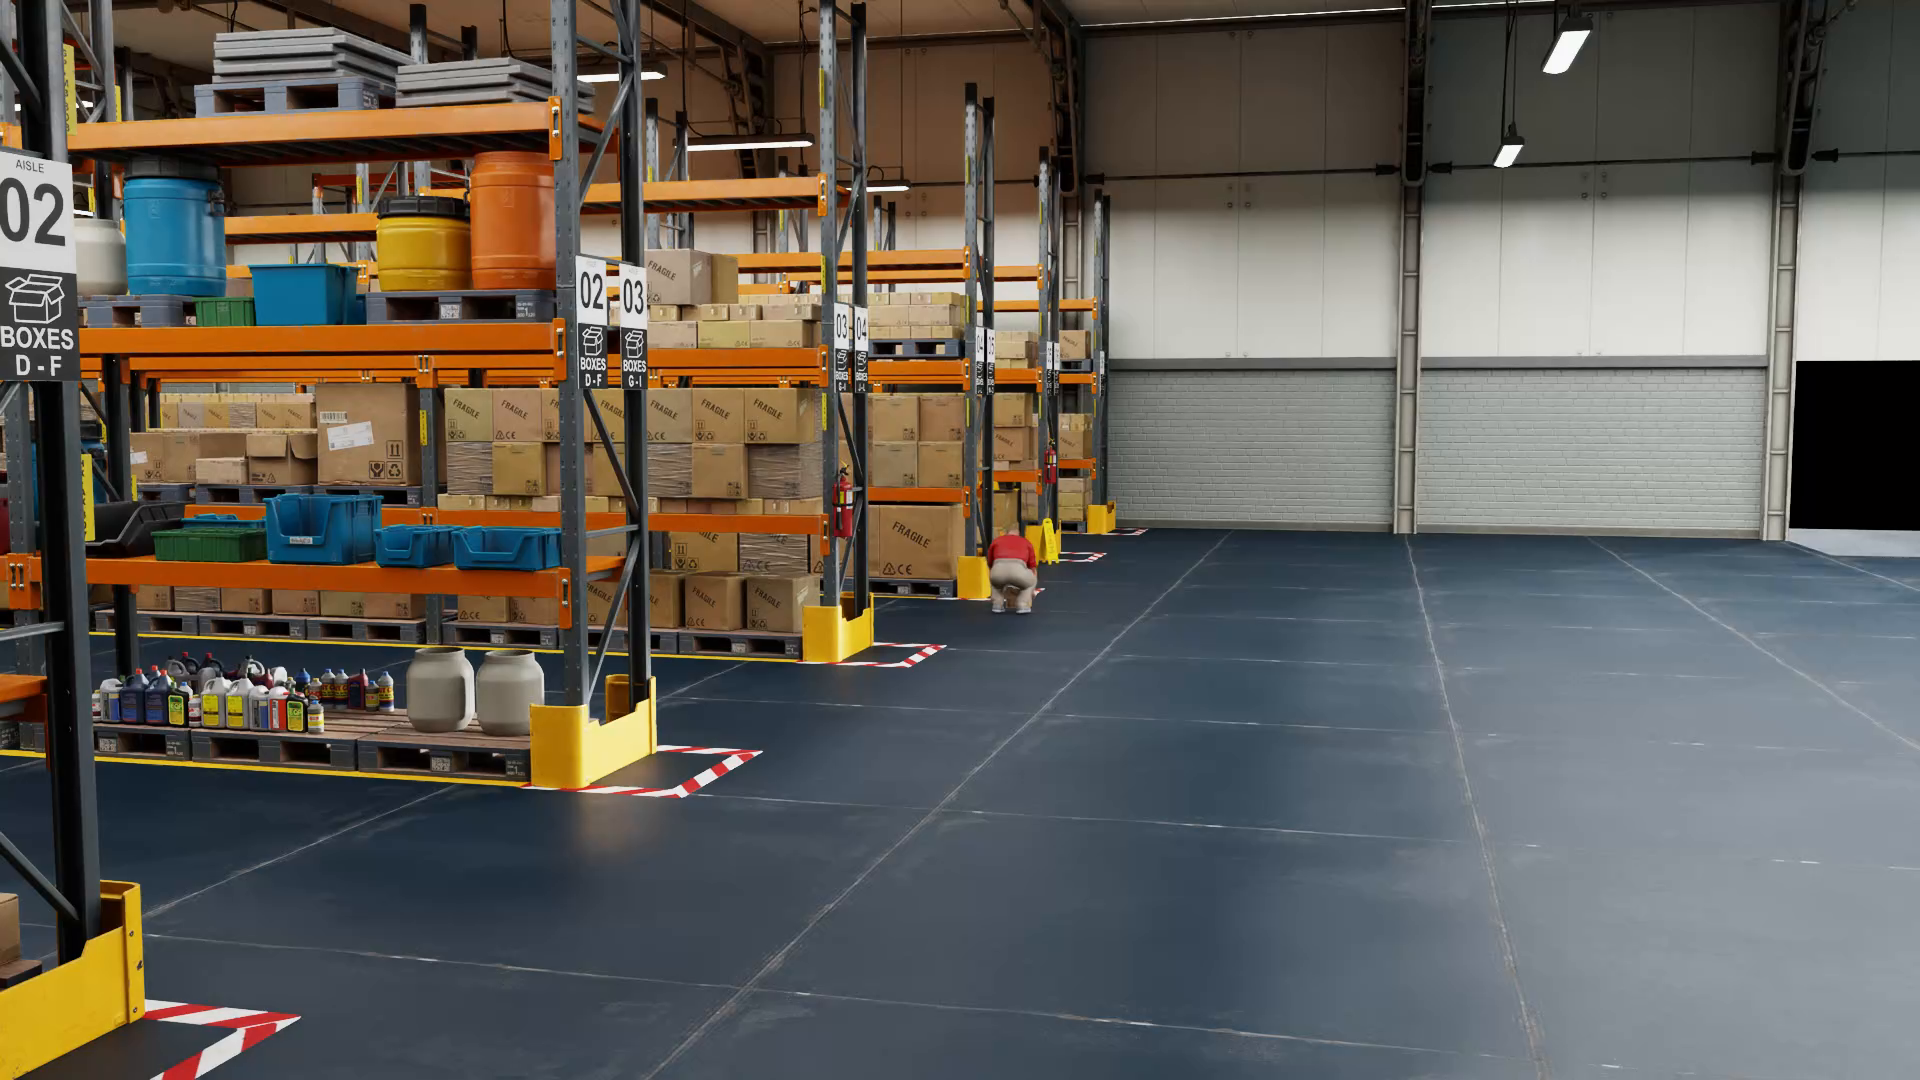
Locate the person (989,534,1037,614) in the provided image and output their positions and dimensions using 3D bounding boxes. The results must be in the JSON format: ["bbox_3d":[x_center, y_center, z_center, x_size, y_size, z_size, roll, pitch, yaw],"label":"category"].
[{"bbox_3d":[0.545,0.382,18.399,0.566,0.845,0.690,1,5,14],"label":"person"}]
